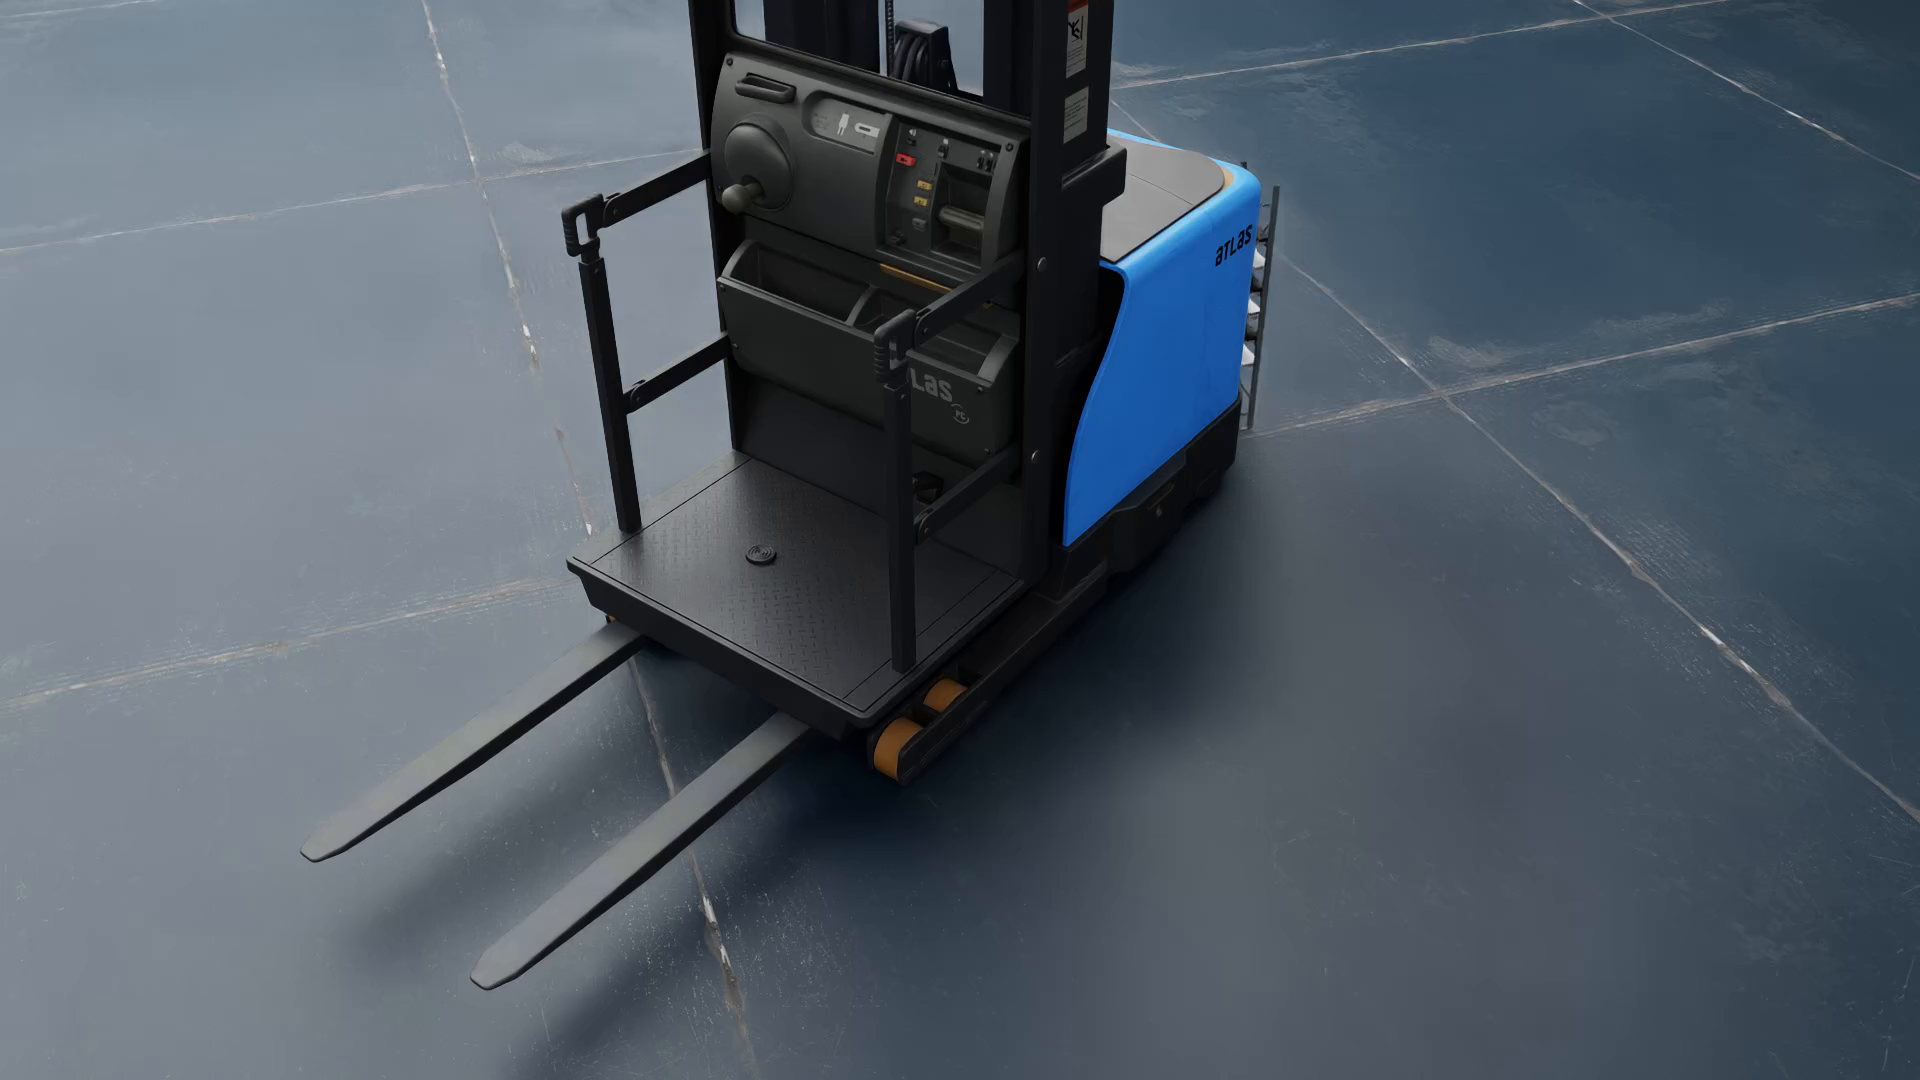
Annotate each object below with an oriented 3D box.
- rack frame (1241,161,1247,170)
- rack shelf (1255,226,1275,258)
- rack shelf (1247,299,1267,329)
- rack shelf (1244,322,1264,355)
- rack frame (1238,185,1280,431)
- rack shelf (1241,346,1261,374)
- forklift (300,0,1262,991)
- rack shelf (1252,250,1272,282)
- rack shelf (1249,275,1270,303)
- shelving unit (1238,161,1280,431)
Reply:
[{"bbox_3d":[0.821,-0.836,5.612,0.240,0.900,0.006,-14,38,-18],"label":"rack frame"},{"bbox_3d":[0.858,-0.972,5.396,0.258,0.077,0.200,-14,38,-18],"label":"rack shelf"},{"bbox_3d":[0.859,-0.754,5.555,0.258,0.077,0.200,-14,38,-18],"label":"rack shelf"},{"bbox_3d":[0.860,-0.681,5.608,0.258,0.077,0.200,-14,38,-18],"label":"rack shelf"},{"bbox_3d":[0.898,-0.725,5.459,0.240,0.900,0.006,-14,38,-18],"label":"rack frame"},{"bbox_3d":[0.860,-0.608,5.661,0.258,0.077,0.200,-14,38,-18],"label":"rack shelf"},{"bbox_3d":[-0.378,-0.869,3.967,1.130,2.935,3.031,24,43,29],"label":"forklift"},{"bbox_3d":[0.858,-0.899,5.449,0.258,0.077,0.200,-14,38,-18],"label":"rack shelf"},{"bbox_3d":[0.859,-0.826,5.502,0.258,0.077,0.200,-14,38,-18],"label":"rack shelf"},{"bbox_3d":[0.859,-0.781,5.535,0.258,0.900,0.210,-14,38,-18],"label":"shelving unit"}]
